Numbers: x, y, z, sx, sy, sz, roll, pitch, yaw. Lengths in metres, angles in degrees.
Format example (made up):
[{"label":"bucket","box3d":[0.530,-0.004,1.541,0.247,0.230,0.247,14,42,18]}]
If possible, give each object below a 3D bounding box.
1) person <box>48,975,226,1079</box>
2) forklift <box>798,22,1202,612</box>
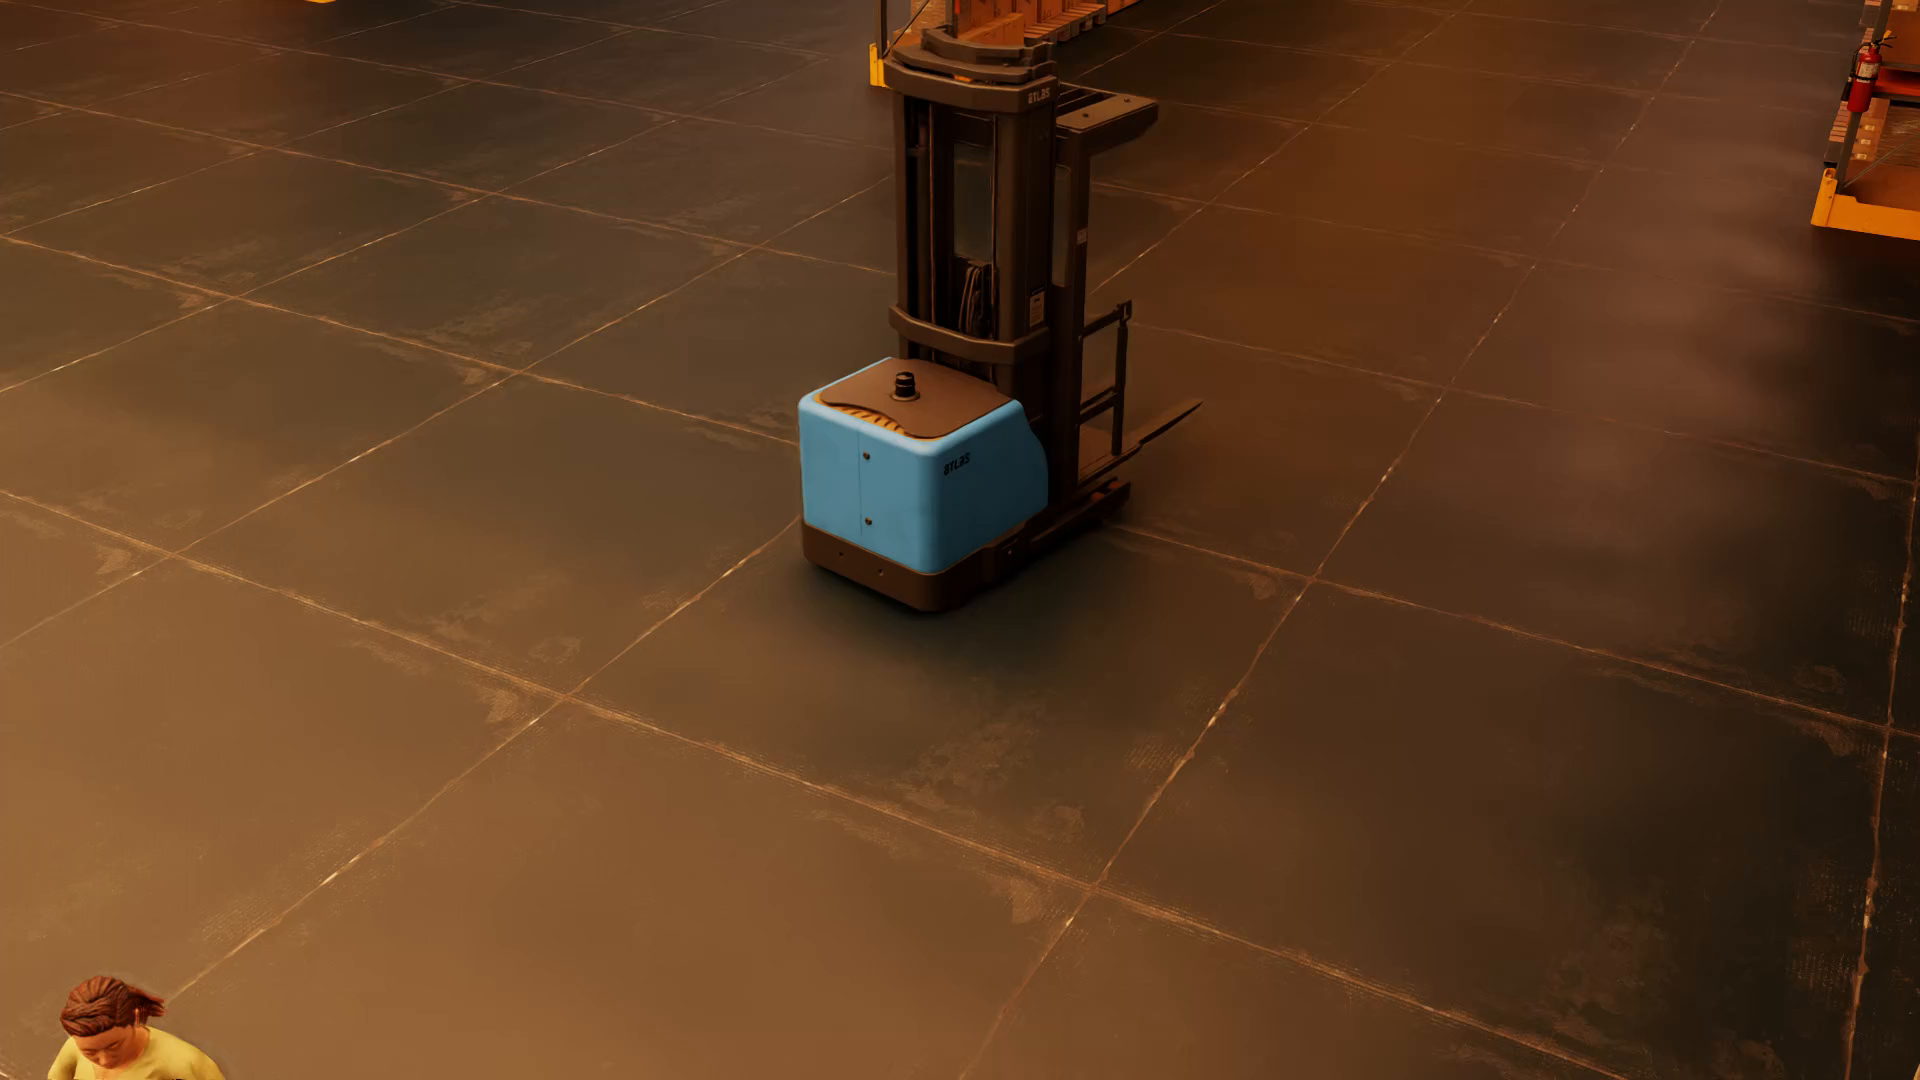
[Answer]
[{"label":"person","box3d":[-2.389,1.973,4.952,0.731,1.665,0.479,11,32,18]},{"label":"forklift","box3d":[0.408,-1.539,9.737,1.130,2.935,3.031,22,37,34]}]
